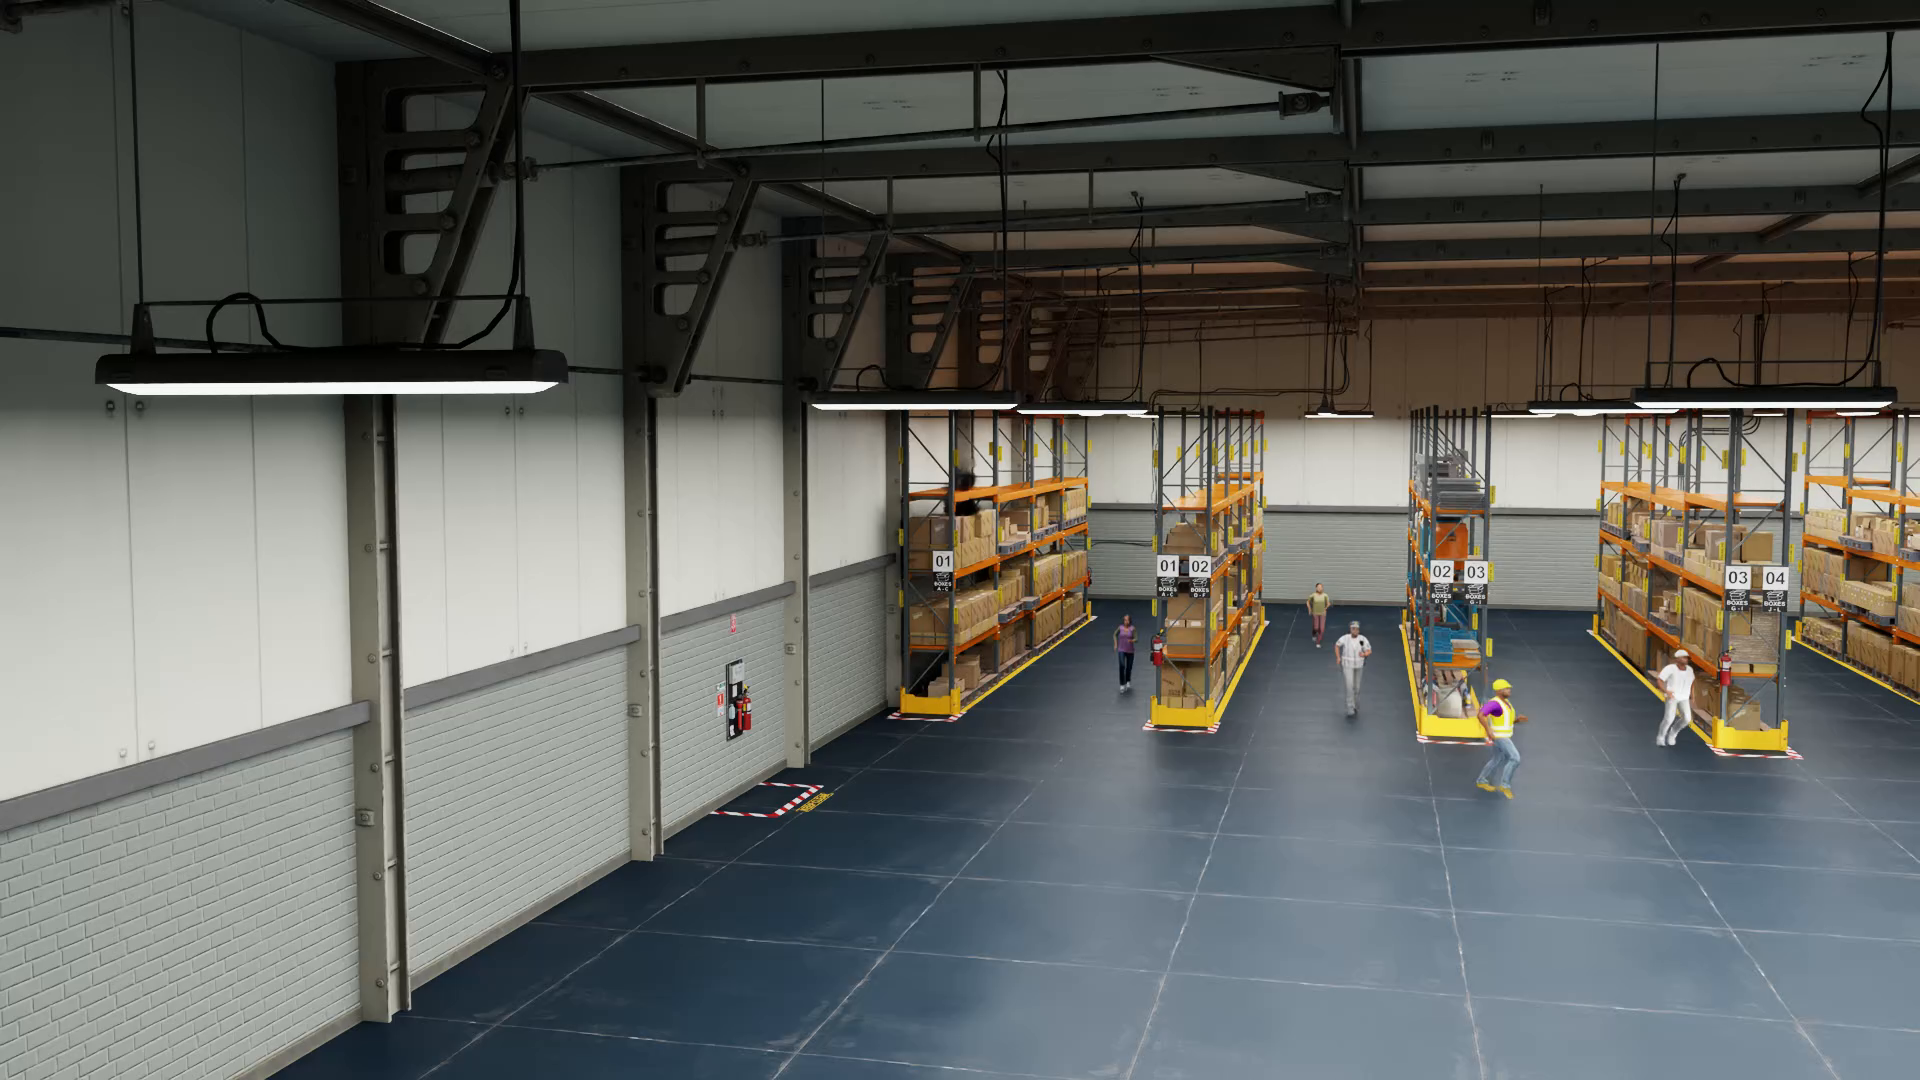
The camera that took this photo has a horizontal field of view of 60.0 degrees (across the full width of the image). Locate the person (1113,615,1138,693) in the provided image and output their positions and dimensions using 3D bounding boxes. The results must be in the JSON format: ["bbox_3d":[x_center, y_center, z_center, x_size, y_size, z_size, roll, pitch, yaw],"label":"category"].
[{"bbox_3d":[3.504,2.402,35.147,0.503,1.644,0.710,0,4,1],"label":"person"}]

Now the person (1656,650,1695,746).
[{"bbox_3d":[12.592,2.774,29.132,0.765,1.695,0.576,0,4,-5],"label":"person"}]

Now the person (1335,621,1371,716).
[{"bbox_3d":[7.721,2.482,32.598,0.665,1.793,0.879,0,4,1],"label":"person"}]

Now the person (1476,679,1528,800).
[{"bbox_3d":[8.243,3.030,25.297,0.751,1.823,0.669,2,5,29],"label":"person"}]

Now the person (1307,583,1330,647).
[{"bbox_3d":[9.080,1.900,42.067,0.579,1.629,0.548,0,4,4],"label":"person"}]
